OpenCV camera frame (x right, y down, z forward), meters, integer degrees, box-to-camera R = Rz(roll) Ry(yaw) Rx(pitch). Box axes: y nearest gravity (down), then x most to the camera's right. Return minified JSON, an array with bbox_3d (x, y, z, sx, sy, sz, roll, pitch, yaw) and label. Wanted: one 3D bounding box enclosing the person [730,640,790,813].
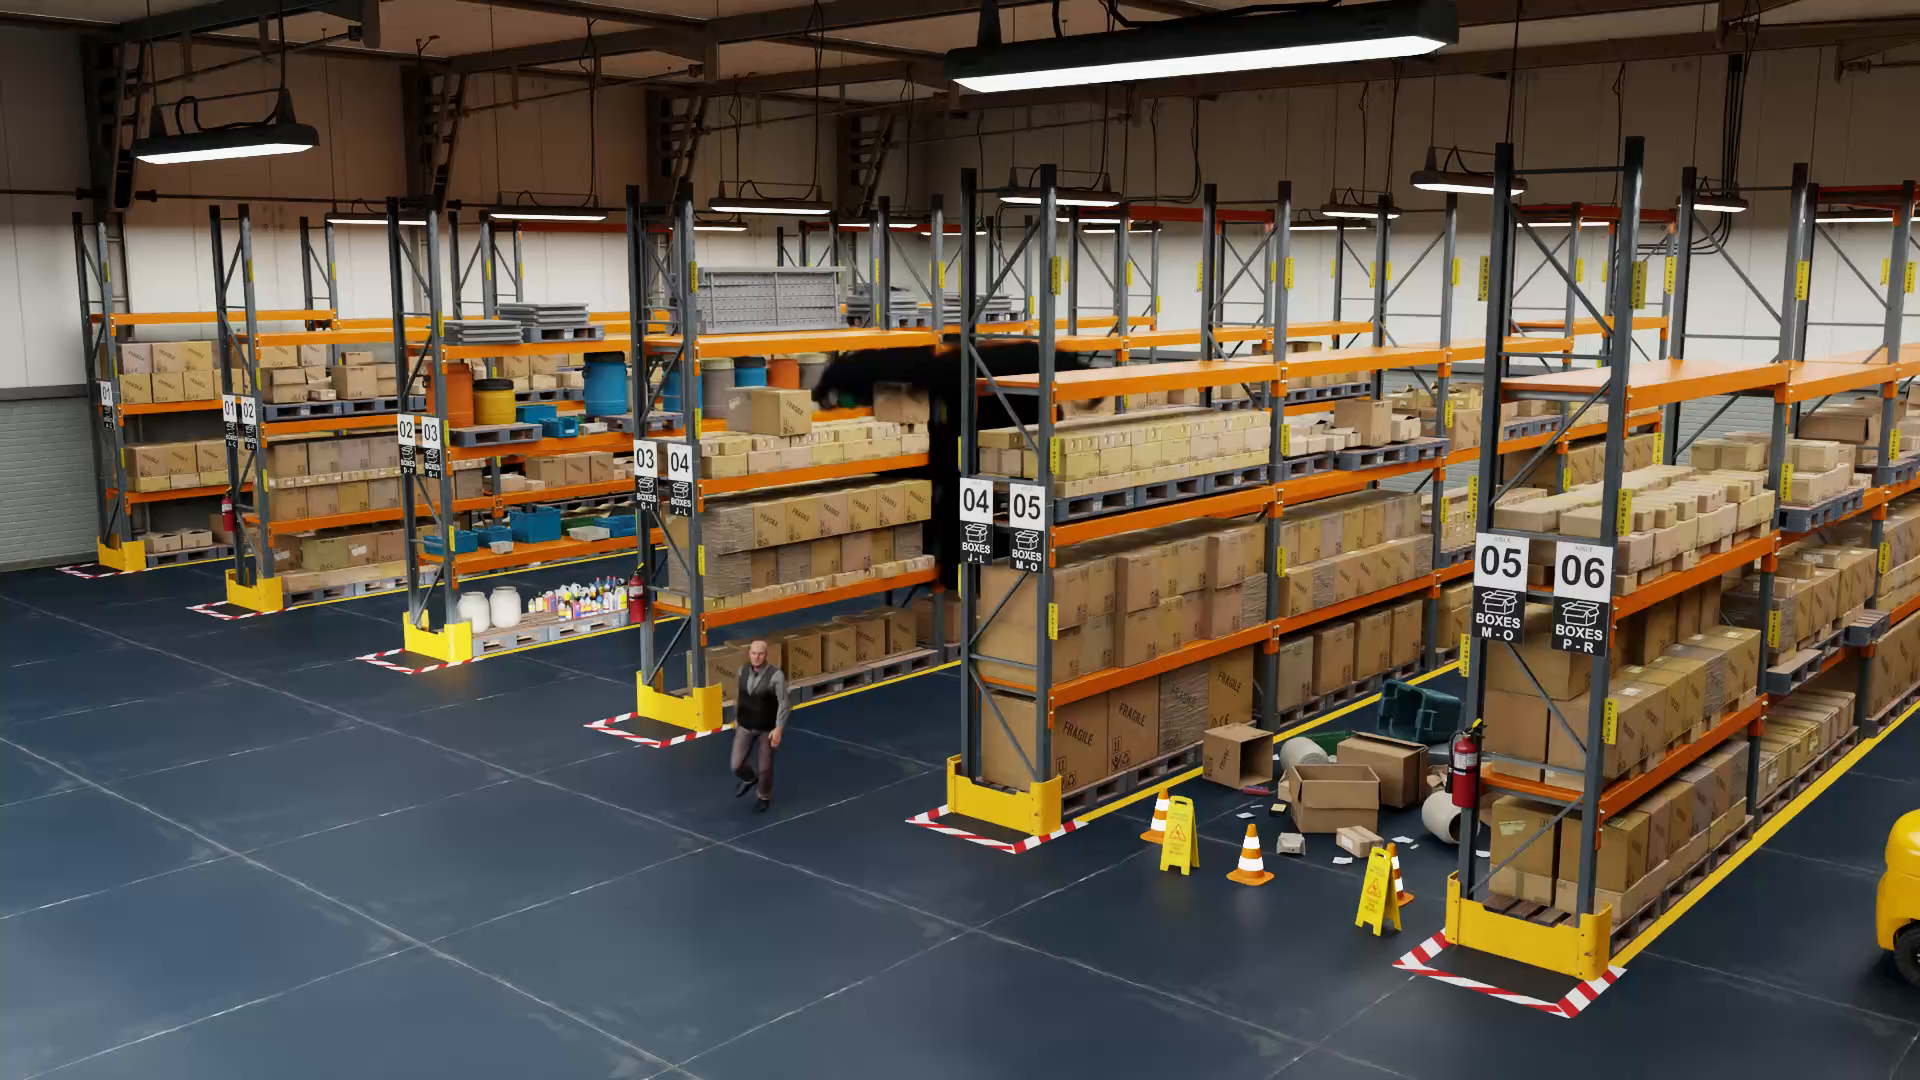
[{"bbox_3d":[-1.877,1.759,15.650,0.644,1.700,0.570,2,10,12],"label":"person"}]
